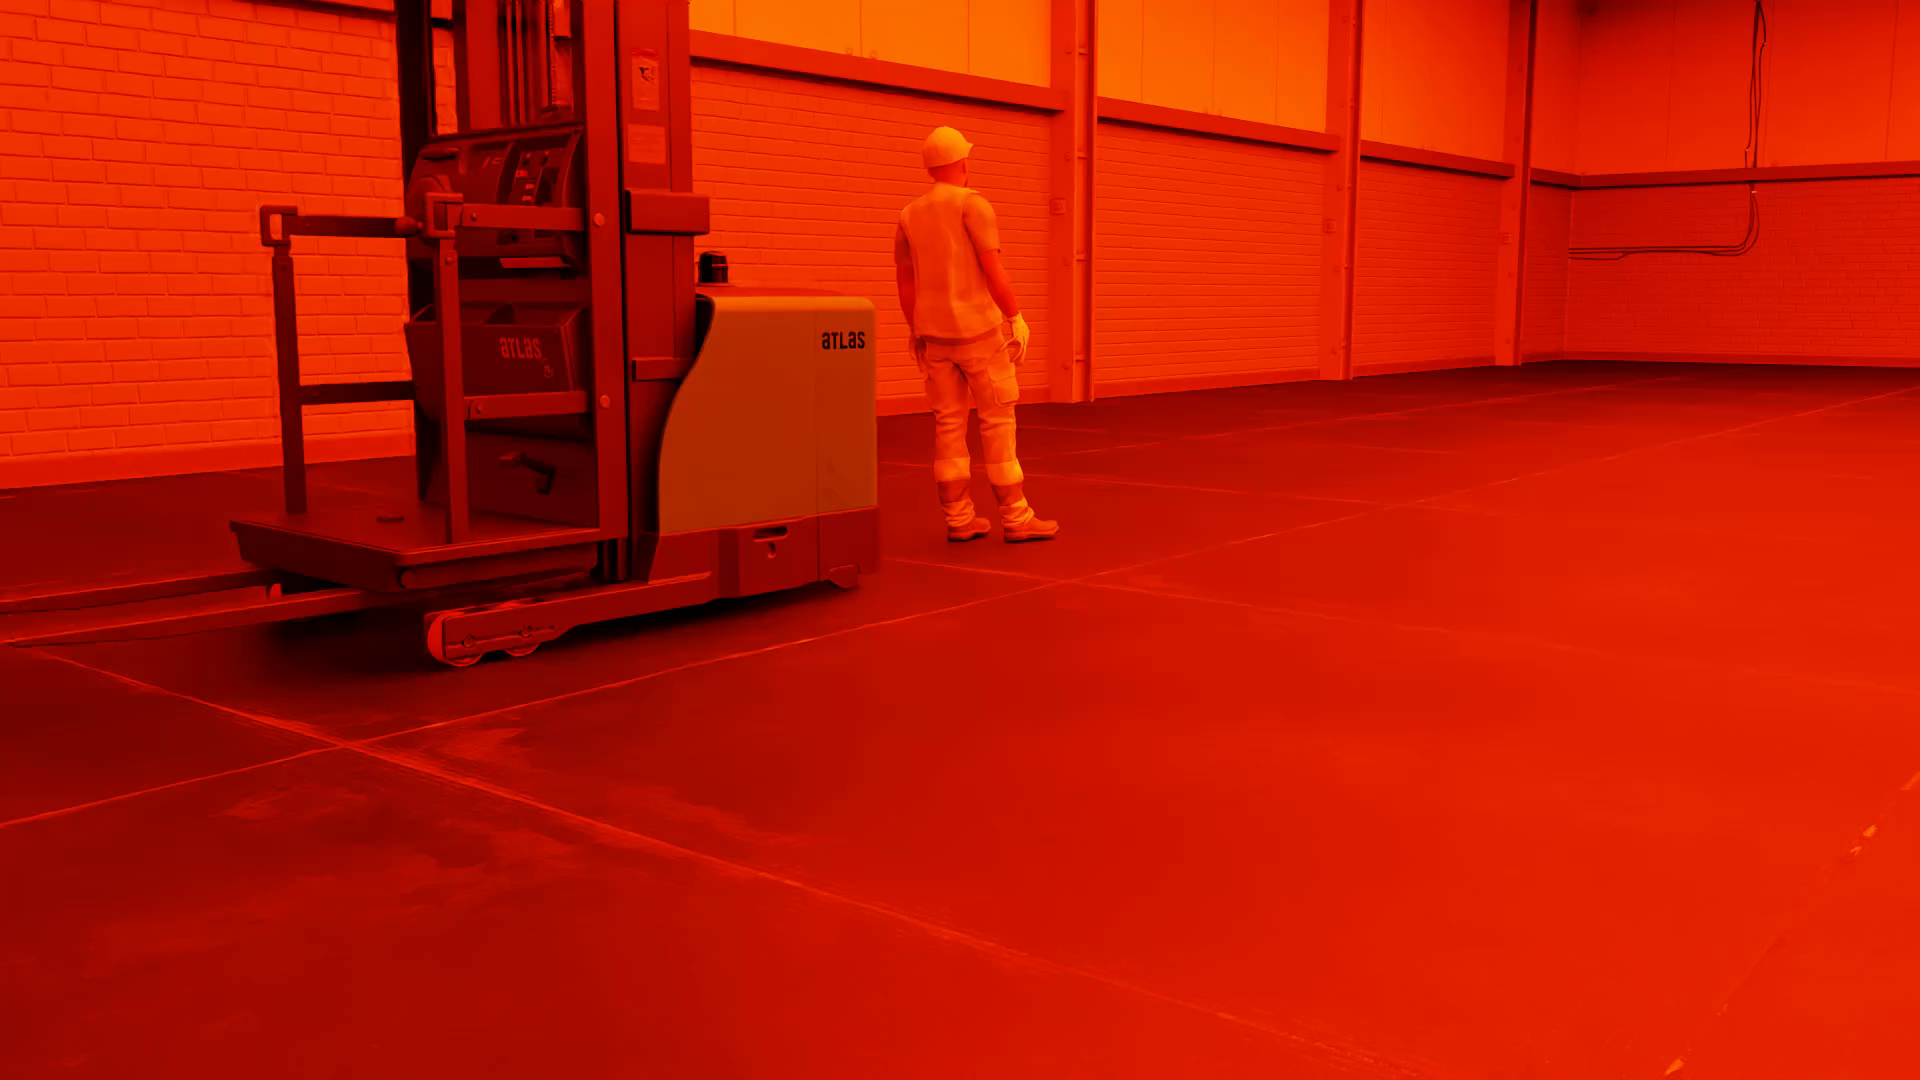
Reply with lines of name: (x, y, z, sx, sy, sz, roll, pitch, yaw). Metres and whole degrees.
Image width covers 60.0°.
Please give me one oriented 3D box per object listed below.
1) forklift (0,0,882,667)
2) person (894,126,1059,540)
forklift: (-1.653, -1.160, 5.213, 1.130, 2.935, 3.031, 7, 11, 42)
person: (0.059, -0.900, 7.330, 0.638, 1.789, 0.562, 7, 11, 38)
